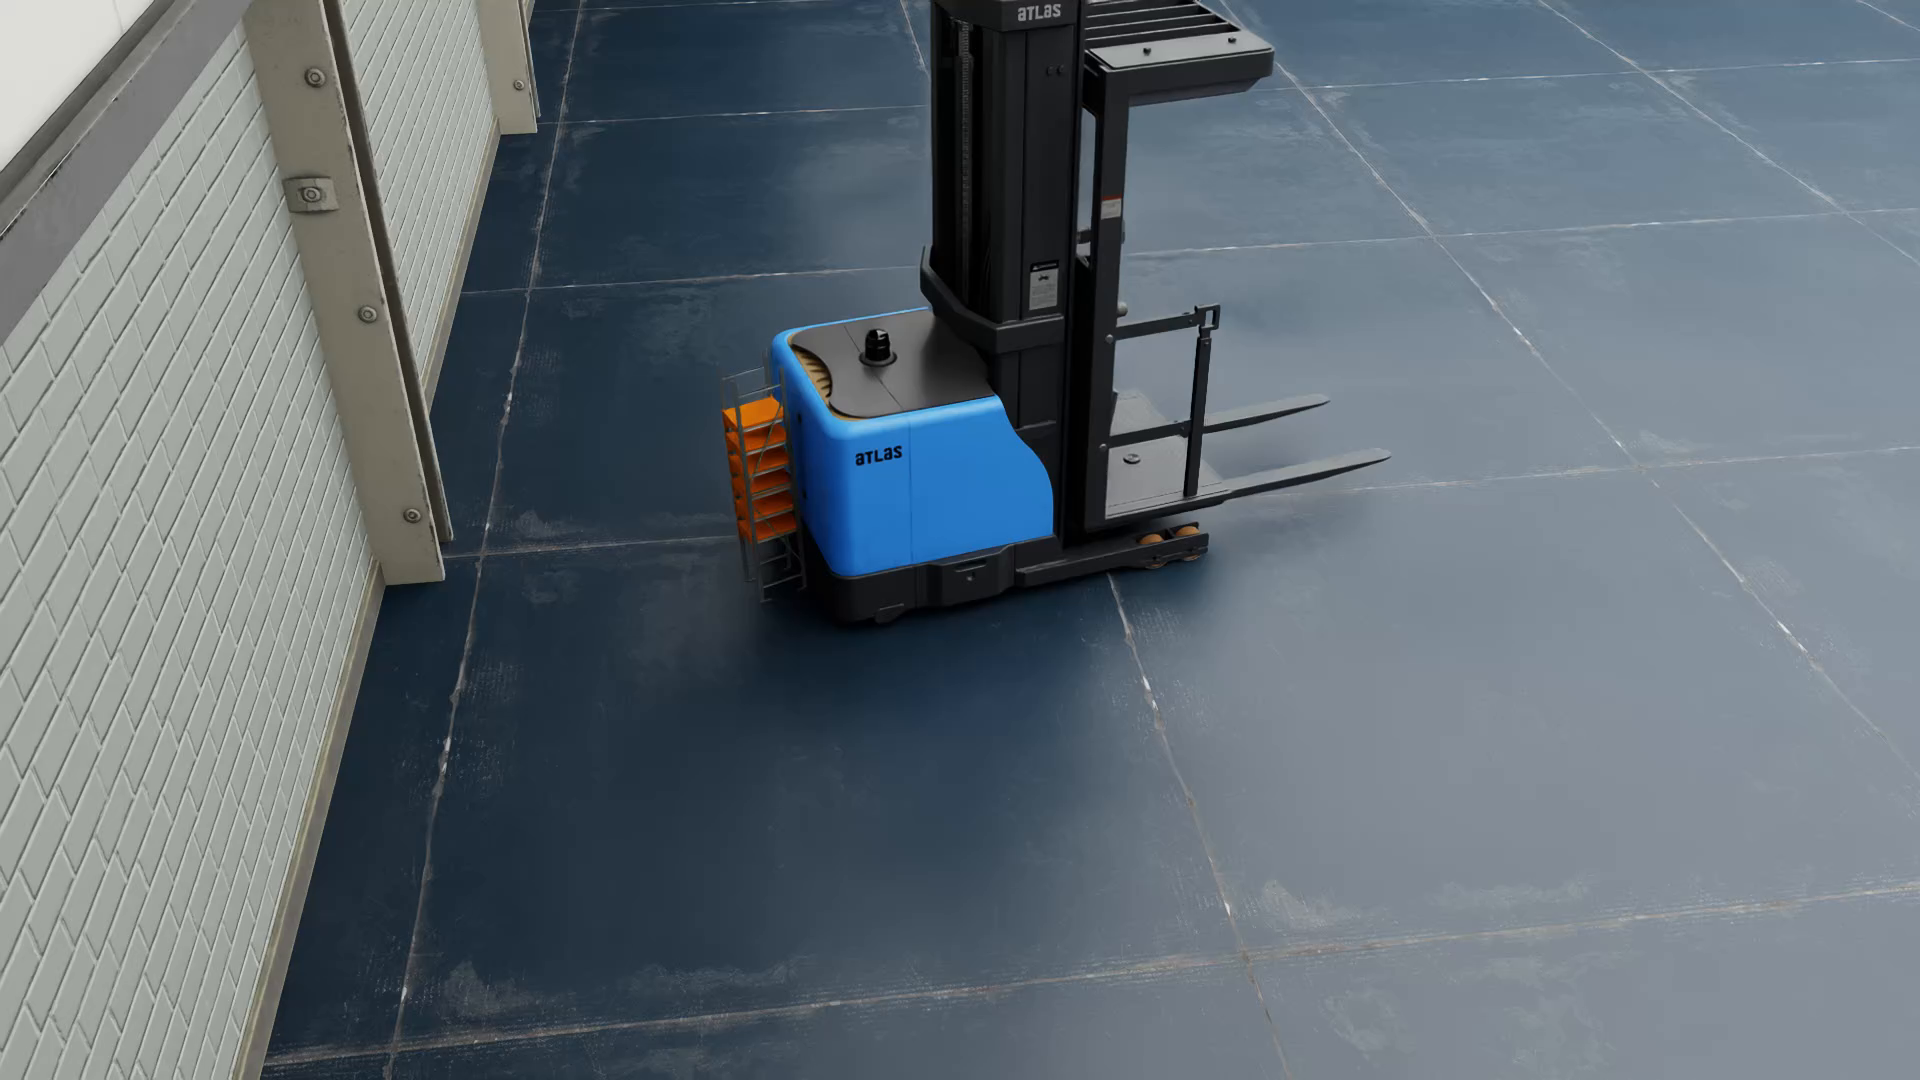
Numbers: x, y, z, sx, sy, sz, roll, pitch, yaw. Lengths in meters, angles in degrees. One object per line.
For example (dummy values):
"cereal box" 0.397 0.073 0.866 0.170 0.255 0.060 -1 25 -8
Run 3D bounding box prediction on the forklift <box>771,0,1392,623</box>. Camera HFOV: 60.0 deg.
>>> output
"forklift" 0.676 -1.337 7.610 3.031 2.935 1.130 -12 36 -17

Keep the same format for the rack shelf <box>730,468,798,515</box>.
"rack shelf" -0.894 -0.238 7.603 0.258 0.103 0.180 -19 39 -22

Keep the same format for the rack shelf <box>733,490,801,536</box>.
"rack shelf" -0.890 -0.141 7.673 0.258 0.103 0.180 -19 39 -22

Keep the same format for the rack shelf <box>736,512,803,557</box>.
"rack shelf" -0.886 -0.043 7.743 0.258 0.103 0.180 -19 39 -22

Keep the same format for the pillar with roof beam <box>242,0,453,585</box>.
"pillar with roof beam" 1.615 -3.949 6.054 9.100 9.000 0.400 -4 35 -6

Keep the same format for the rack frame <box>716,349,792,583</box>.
"rack frame" -0.940 -0.320 7.643 0.240 1.200 0.006 -19 39 -22

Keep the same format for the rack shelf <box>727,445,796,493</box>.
"rack shelf" -0.898 -0.336 7.533 0.258 0.103 0.180 -19 39 -22

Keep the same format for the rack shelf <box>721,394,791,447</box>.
"rack shelf" -0.906 -0.531 7.394 0.258 0.103 0.180 -19 39 -22

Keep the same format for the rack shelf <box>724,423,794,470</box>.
"rack shelf" -0.902 -0.434 7.464 0.258 0.103 0.180 -19 39 -22

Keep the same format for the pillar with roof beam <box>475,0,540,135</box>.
"pillar with roof beam" 0.808 -7.297 10.967 9.100 9.000 0.400 -4 35 -6

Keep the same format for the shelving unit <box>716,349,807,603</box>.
"shelving unit" -0.896 -0.275 7.577 0.258 1.200 0.189 -19 39 -22

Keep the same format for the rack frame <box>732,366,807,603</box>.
"rack frame" -0.852 -0.229 7.511 0.240 1.200 0.006 -19 39 -22
